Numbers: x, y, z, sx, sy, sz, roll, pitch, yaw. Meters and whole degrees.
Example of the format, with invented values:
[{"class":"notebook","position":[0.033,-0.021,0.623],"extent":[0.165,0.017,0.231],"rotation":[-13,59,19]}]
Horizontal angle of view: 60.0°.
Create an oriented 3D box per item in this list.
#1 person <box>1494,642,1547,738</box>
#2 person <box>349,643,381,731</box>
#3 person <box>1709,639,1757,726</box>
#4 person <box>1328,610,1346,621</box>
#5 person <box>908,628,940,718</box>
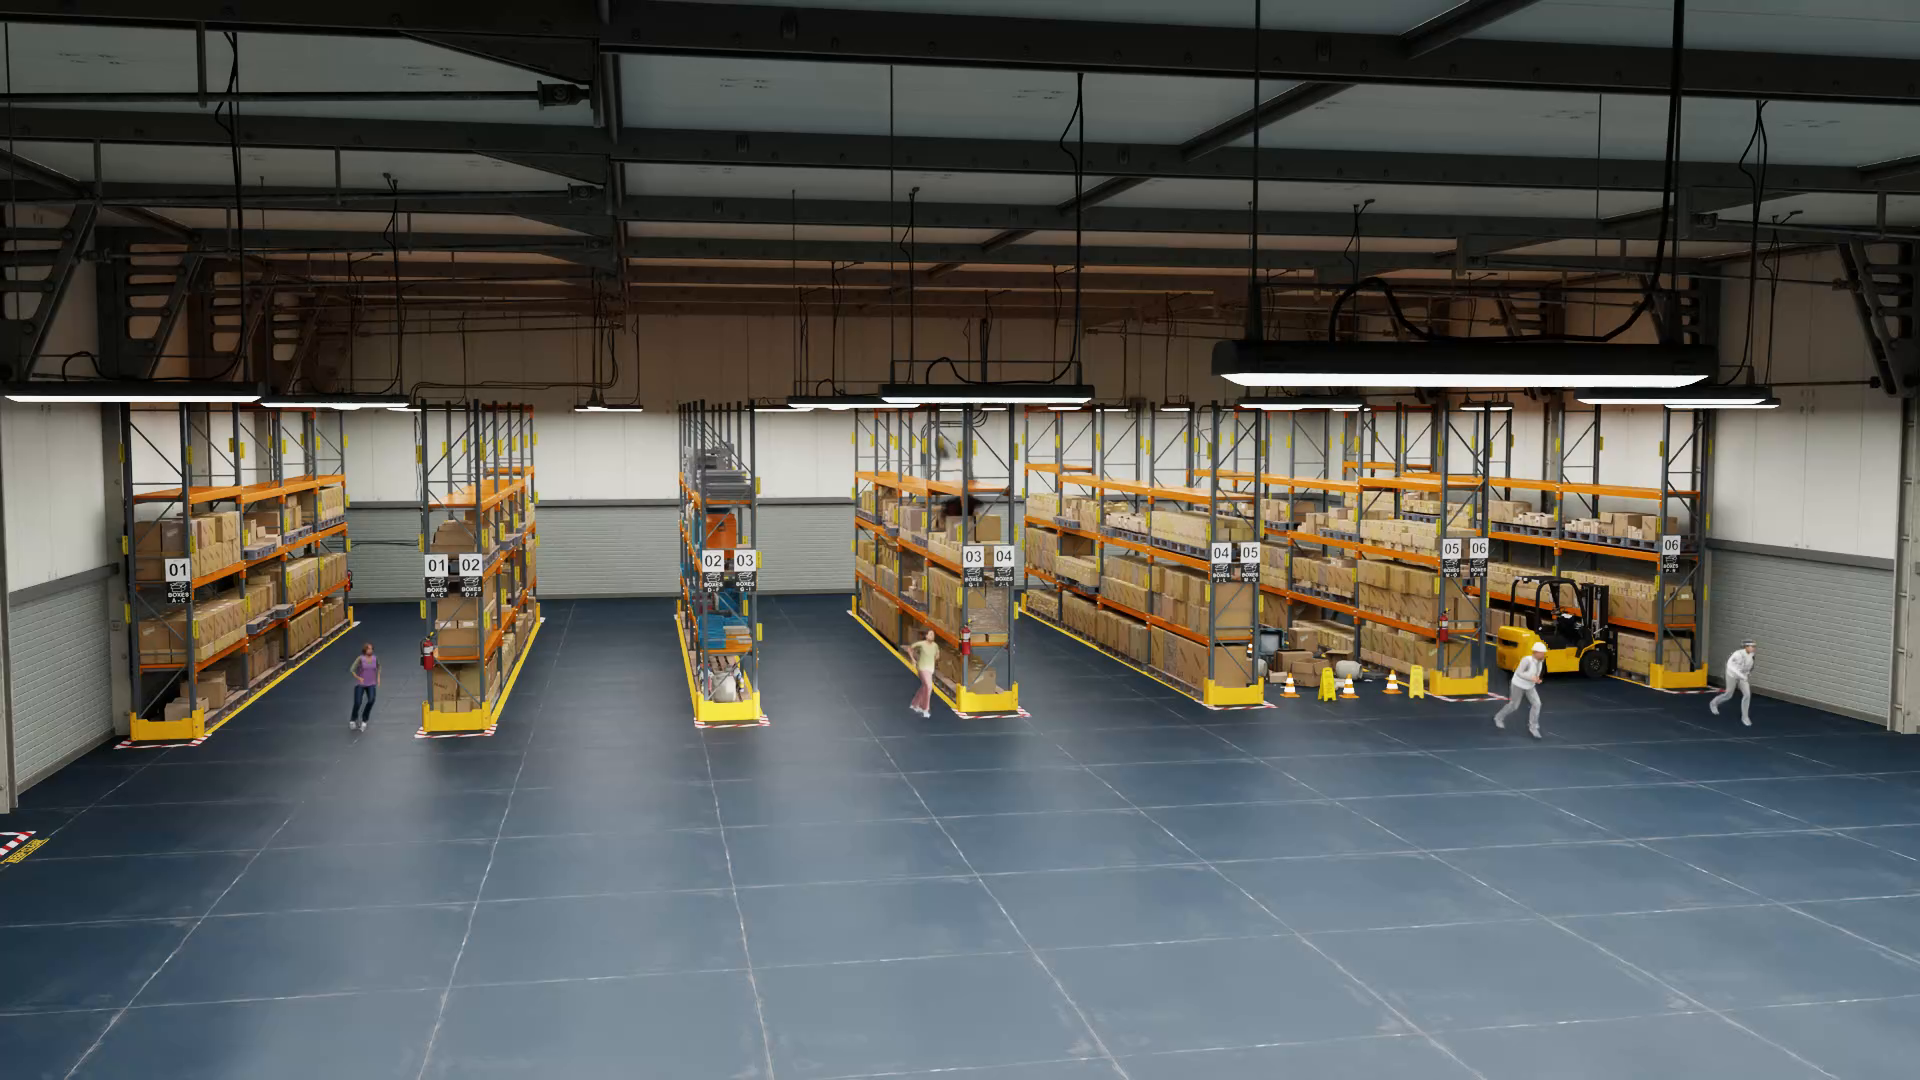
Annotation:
[{"class":"person","position":[10.066,2.657,29.805],"extent":[0.702,1.733,1.043],"rotation":[-3,5,-38]},{"class":"person","position":[-10.803,2.660,30.264],"extent":[0.598,1.581,0.611],"rotation":[-3,5,-32]},{"class":"person","position":[14.434,2.609,31.038],"extent":[0.654,1.623,0.977],"rotation":[-2,5,-27]},{"class":"person","position":[10.479,1.401,45.989],"extent":[0.645,1.732,0.826],"rotation":[-2,5,-20]},{"class":"person","position":[-0.665,2.521,31.724],"extent":[0.566,1.706,0.694],"rotation":[-4,6,-40]}]
